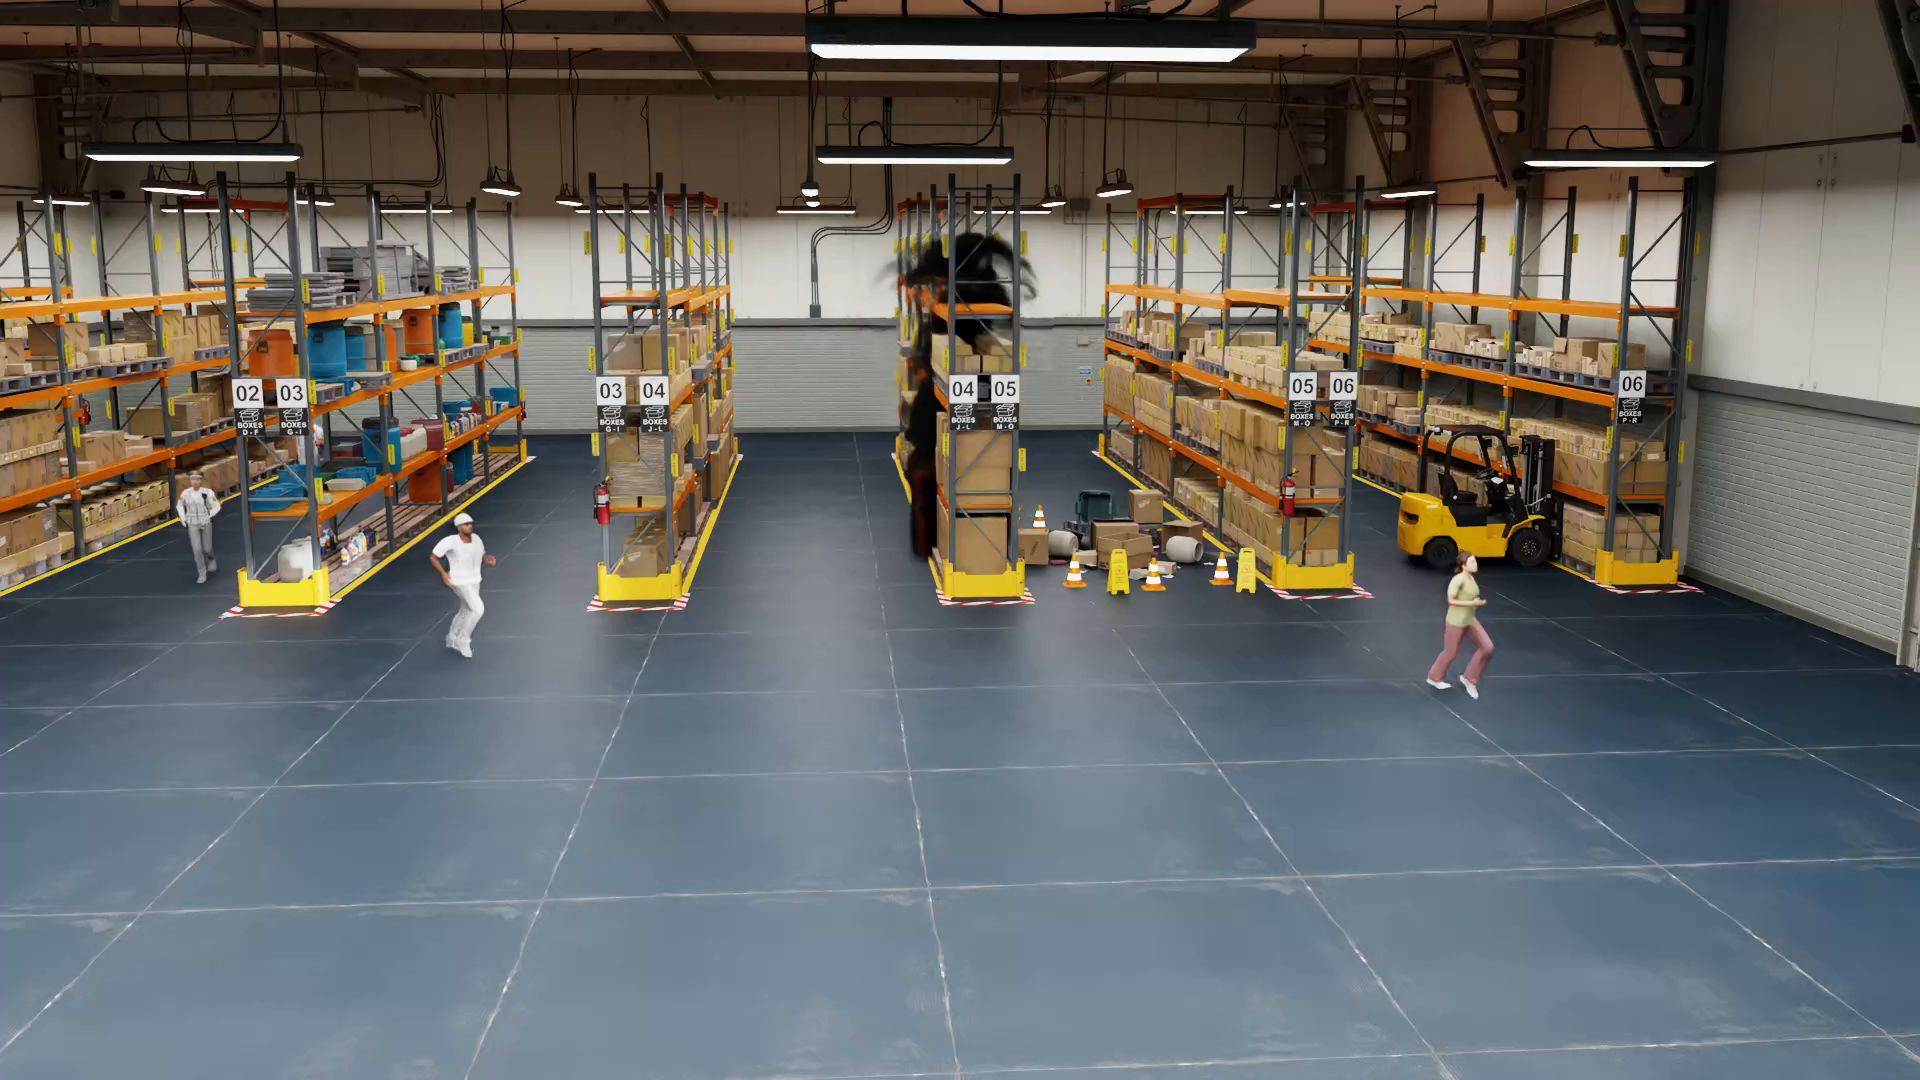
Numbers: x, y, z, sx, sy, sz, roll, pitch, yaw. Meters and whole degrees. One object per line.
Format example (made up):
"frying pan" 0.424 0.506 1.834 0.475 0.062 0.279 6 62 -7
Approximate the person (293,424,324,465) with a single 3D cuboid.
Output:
"person" -12.943 -1.656 33.070 0.647 1.848 0.712 -2 10 -11

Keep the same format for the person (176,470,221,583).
"person" -11.539 -0.233 25.226 0.625 1.687 0.699 -3 10 -17

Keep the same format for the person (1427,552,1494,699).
"person" 5.567 0.947 18.609 0.562 1.677 0.748 -8 13 -39

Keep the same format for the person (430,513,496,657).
"person" -6.090 0.557 20.583 0.722 1.803 0.663 5 11 24
